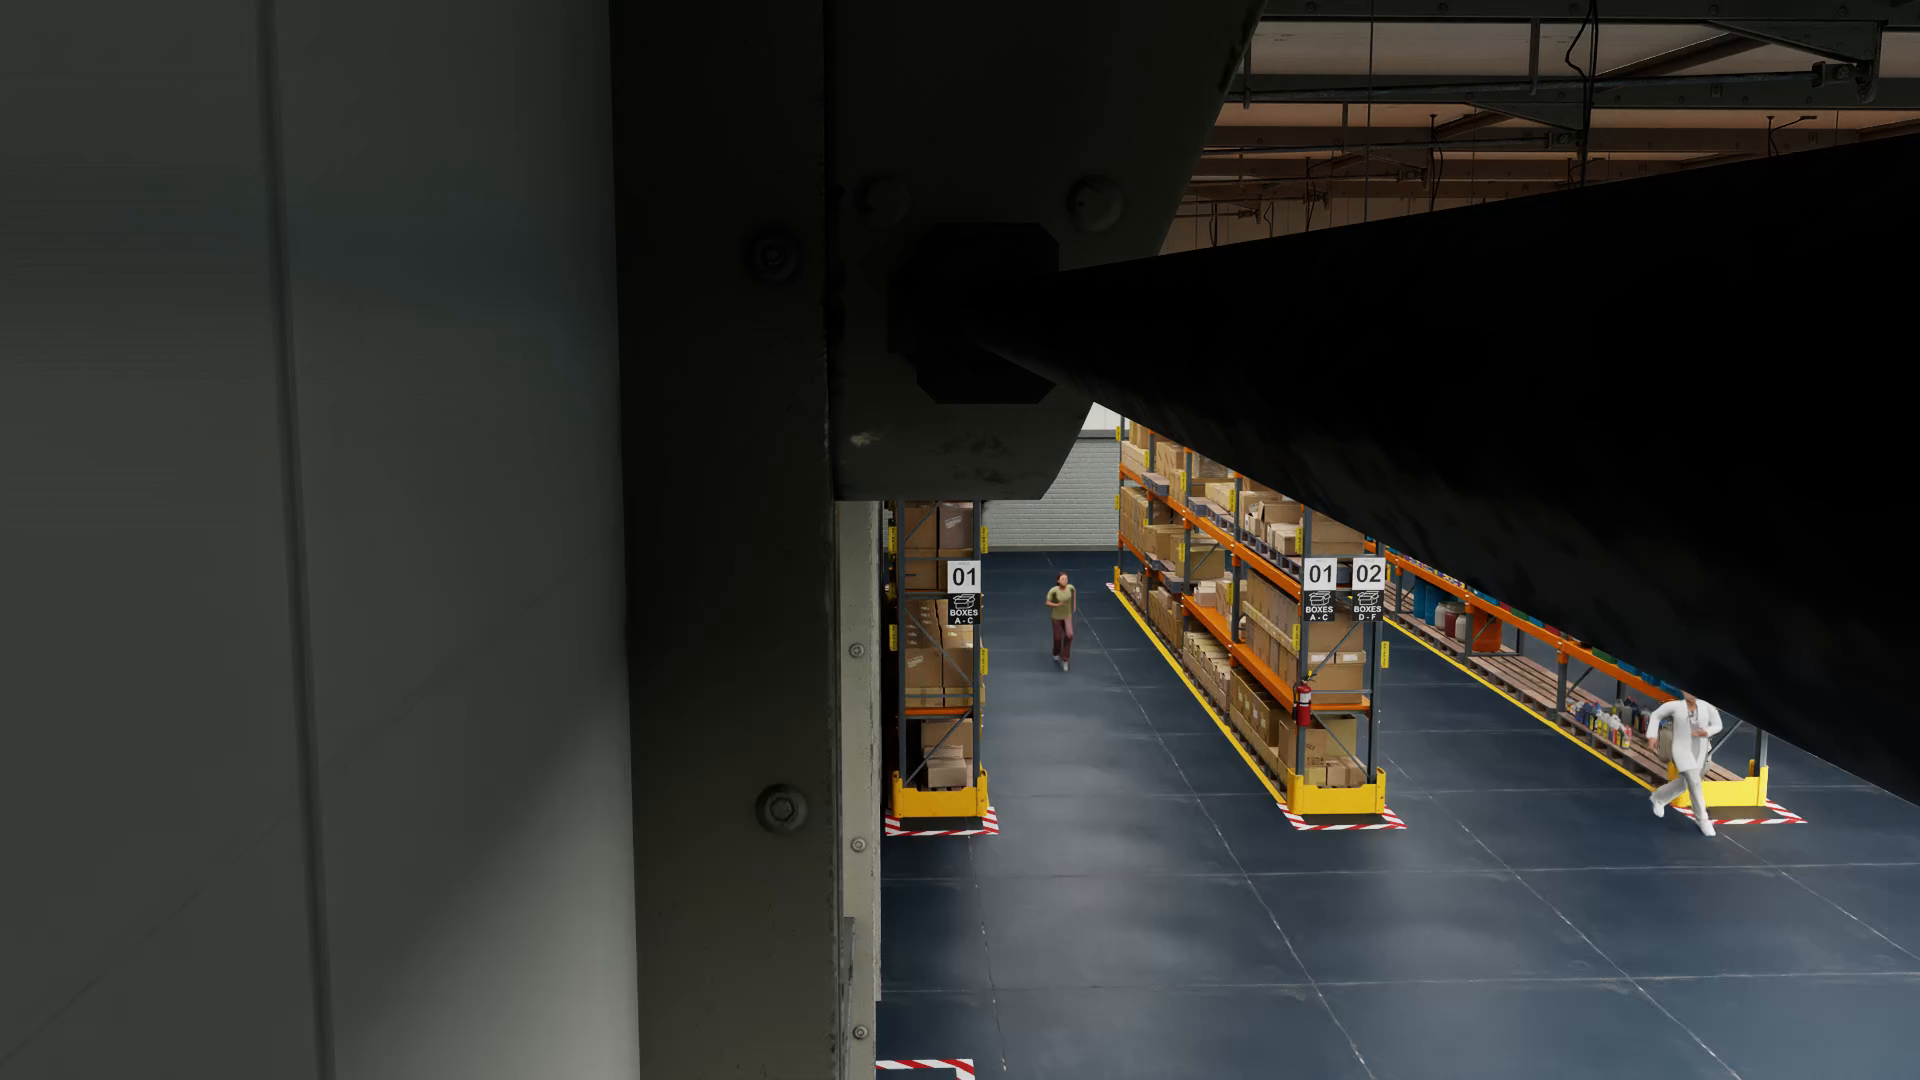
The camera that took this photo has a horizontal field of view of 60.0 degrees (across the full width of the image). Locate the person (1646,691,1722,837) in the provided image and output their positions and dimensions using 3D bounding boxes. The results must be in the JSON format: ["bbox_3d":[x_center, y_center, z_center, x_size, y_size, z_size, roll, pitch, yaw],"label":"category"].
[{"bbox_3d":[8.760,2.594,20.064,0.761,1.805,0.919,-1,8,-10],"label":"person"}]

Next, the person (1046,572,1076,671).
[{"bbox_3d":[1.746,1.376,28.828,0.599,1.693,0.820,-2,8,-12],"label":"person"}]
